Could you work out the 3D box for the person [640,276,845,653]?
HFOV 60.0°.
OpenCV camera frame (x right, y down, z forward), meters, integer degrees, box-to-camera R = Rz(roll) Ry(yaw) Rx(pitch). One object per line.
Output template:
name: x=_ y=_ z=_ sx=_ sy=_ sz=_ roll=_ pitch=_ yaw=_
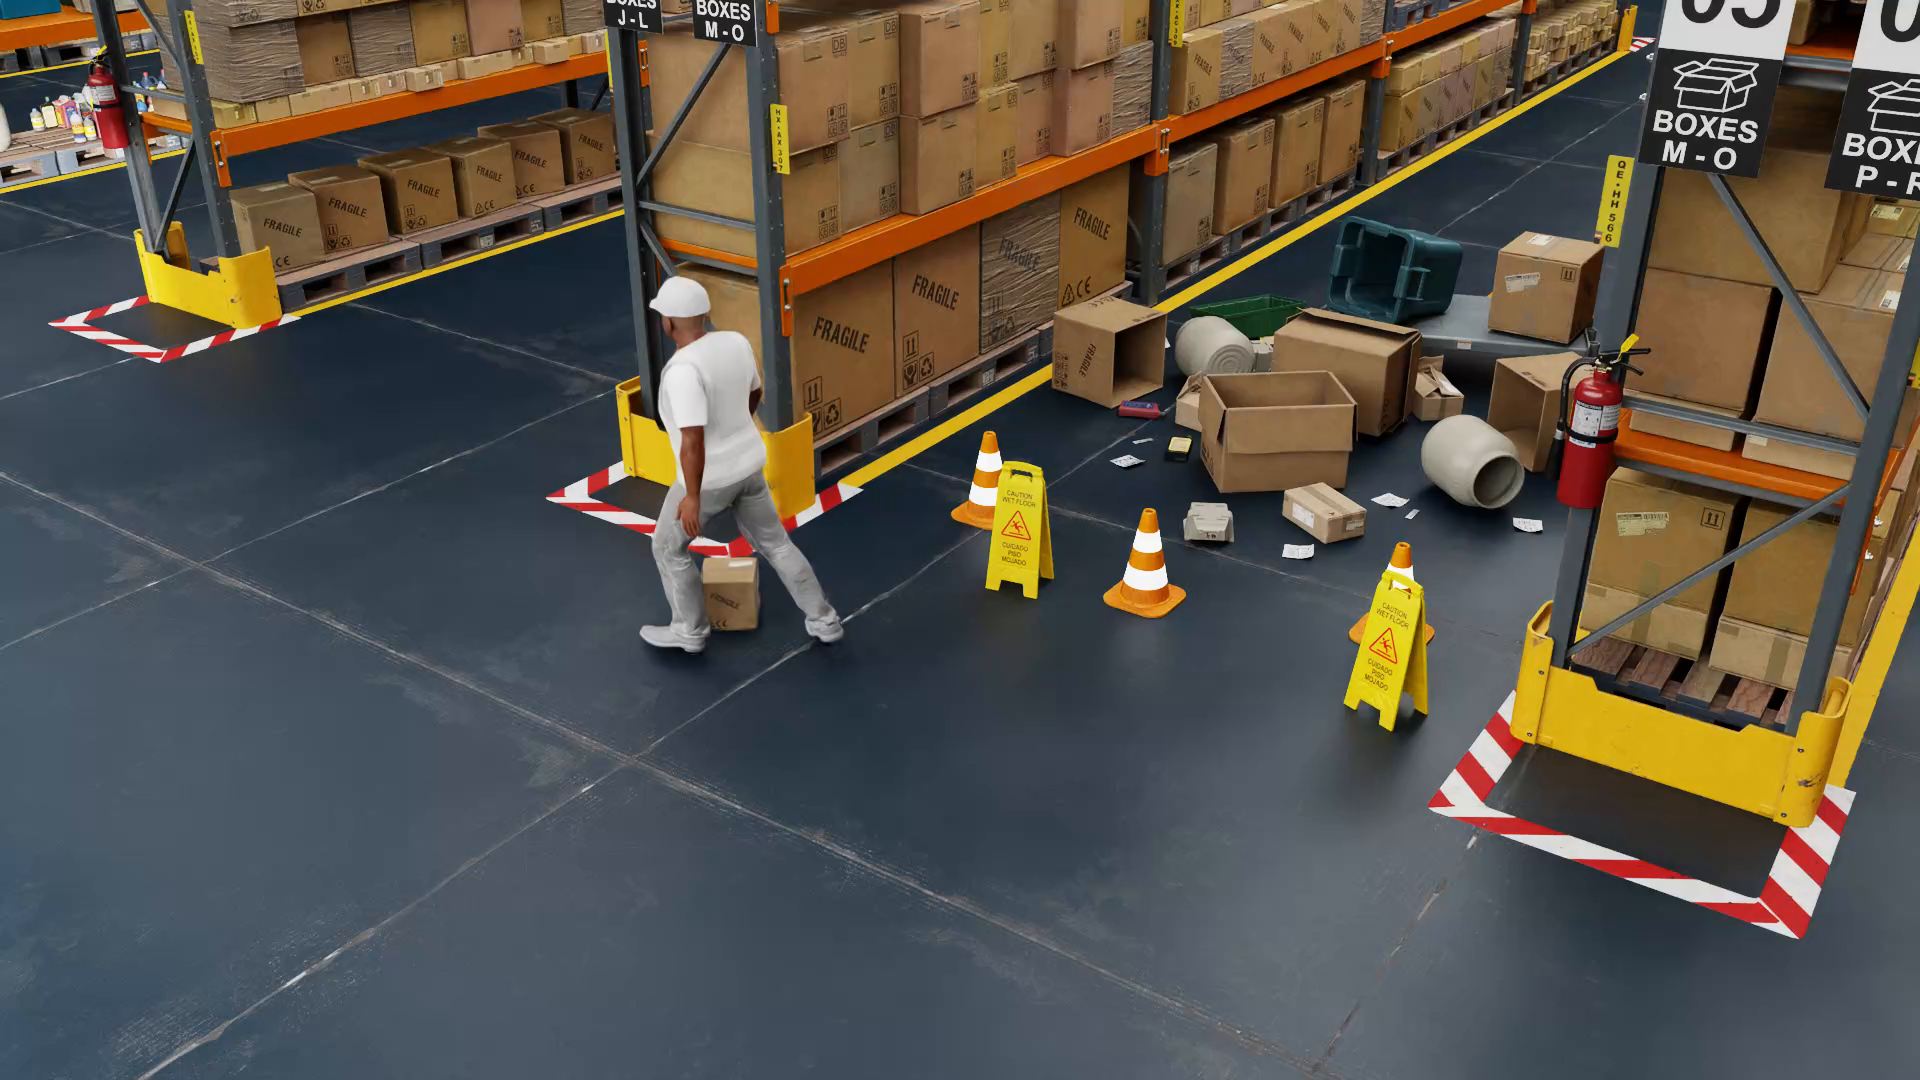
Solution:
person: x=-0.978 y=-0.279 z=7.174 sx=0.832 sy=1.710 sz=0.683 roll=16 pitch=31 yaw=29
